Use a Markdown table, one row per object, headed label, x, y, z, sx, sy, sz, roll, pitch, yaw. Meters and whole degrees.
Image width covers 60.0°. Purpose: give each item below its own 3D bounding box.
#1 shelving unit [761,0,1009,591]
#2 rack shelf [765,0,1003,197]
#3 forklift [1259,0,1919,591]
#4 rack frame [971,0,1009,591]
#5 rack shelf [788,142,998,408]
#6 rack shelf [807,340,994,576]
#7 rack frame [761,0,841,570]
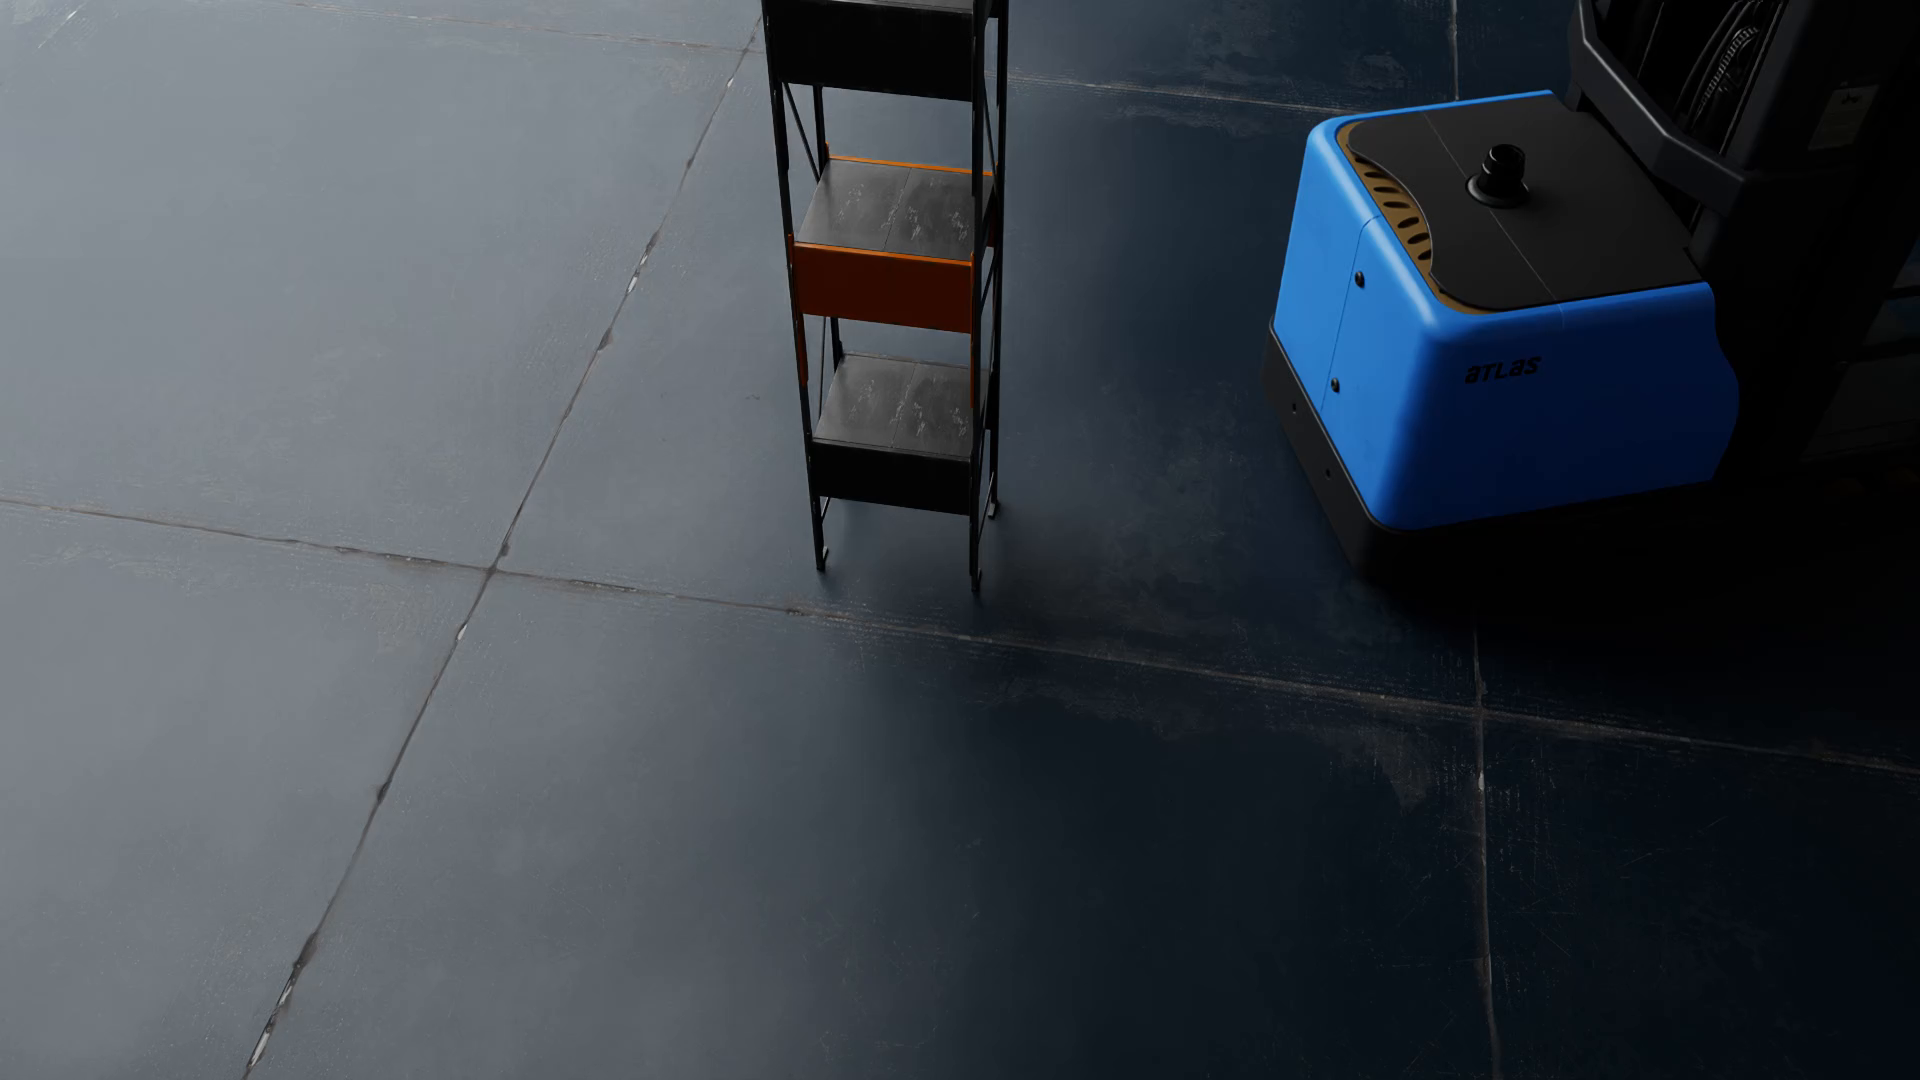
| label | x | y | z | sx | sy | sz | roll | pitch | yaw |
| --- | --- | --- | --- | --- | --- | --- | --- | --- | --- |
| shelving unit | -0.163 | -0.724 | 4.489 | 0.503 | 2.100 | 0.431 | 8 | 49 | 7 |
| rack shelf | -0.163 | -1.182 | 3.978 | 0.480 | 0.518 | 0.431 | 8 | 49 | 7 |
| forklift | 2.588 | -1.394 | 4.532 | 3.031 | 2.935 | 1.130 | -9 | 49 | -8 |
| rack frame | 0.077 | -0.691 | 4.460 | 0.015 | 2.100 | 0.400 | 8 | 49 | 7 |
| rack shelf | -0.163 | -0.715 | 4.499 | 0.480 | 0.518 | 0.431 | 8 | 49 | 7 |
| rack shelf | -0.163 | -0.247 | 5.019 | 0.480 | 0.518 | 0.431 | 8 | 49 | 7 |
| rack frame | -0.403 | -0.756 | 4.518 | 0.015 | 2.100 | 0.400 | 8 | 49 | 7 |
